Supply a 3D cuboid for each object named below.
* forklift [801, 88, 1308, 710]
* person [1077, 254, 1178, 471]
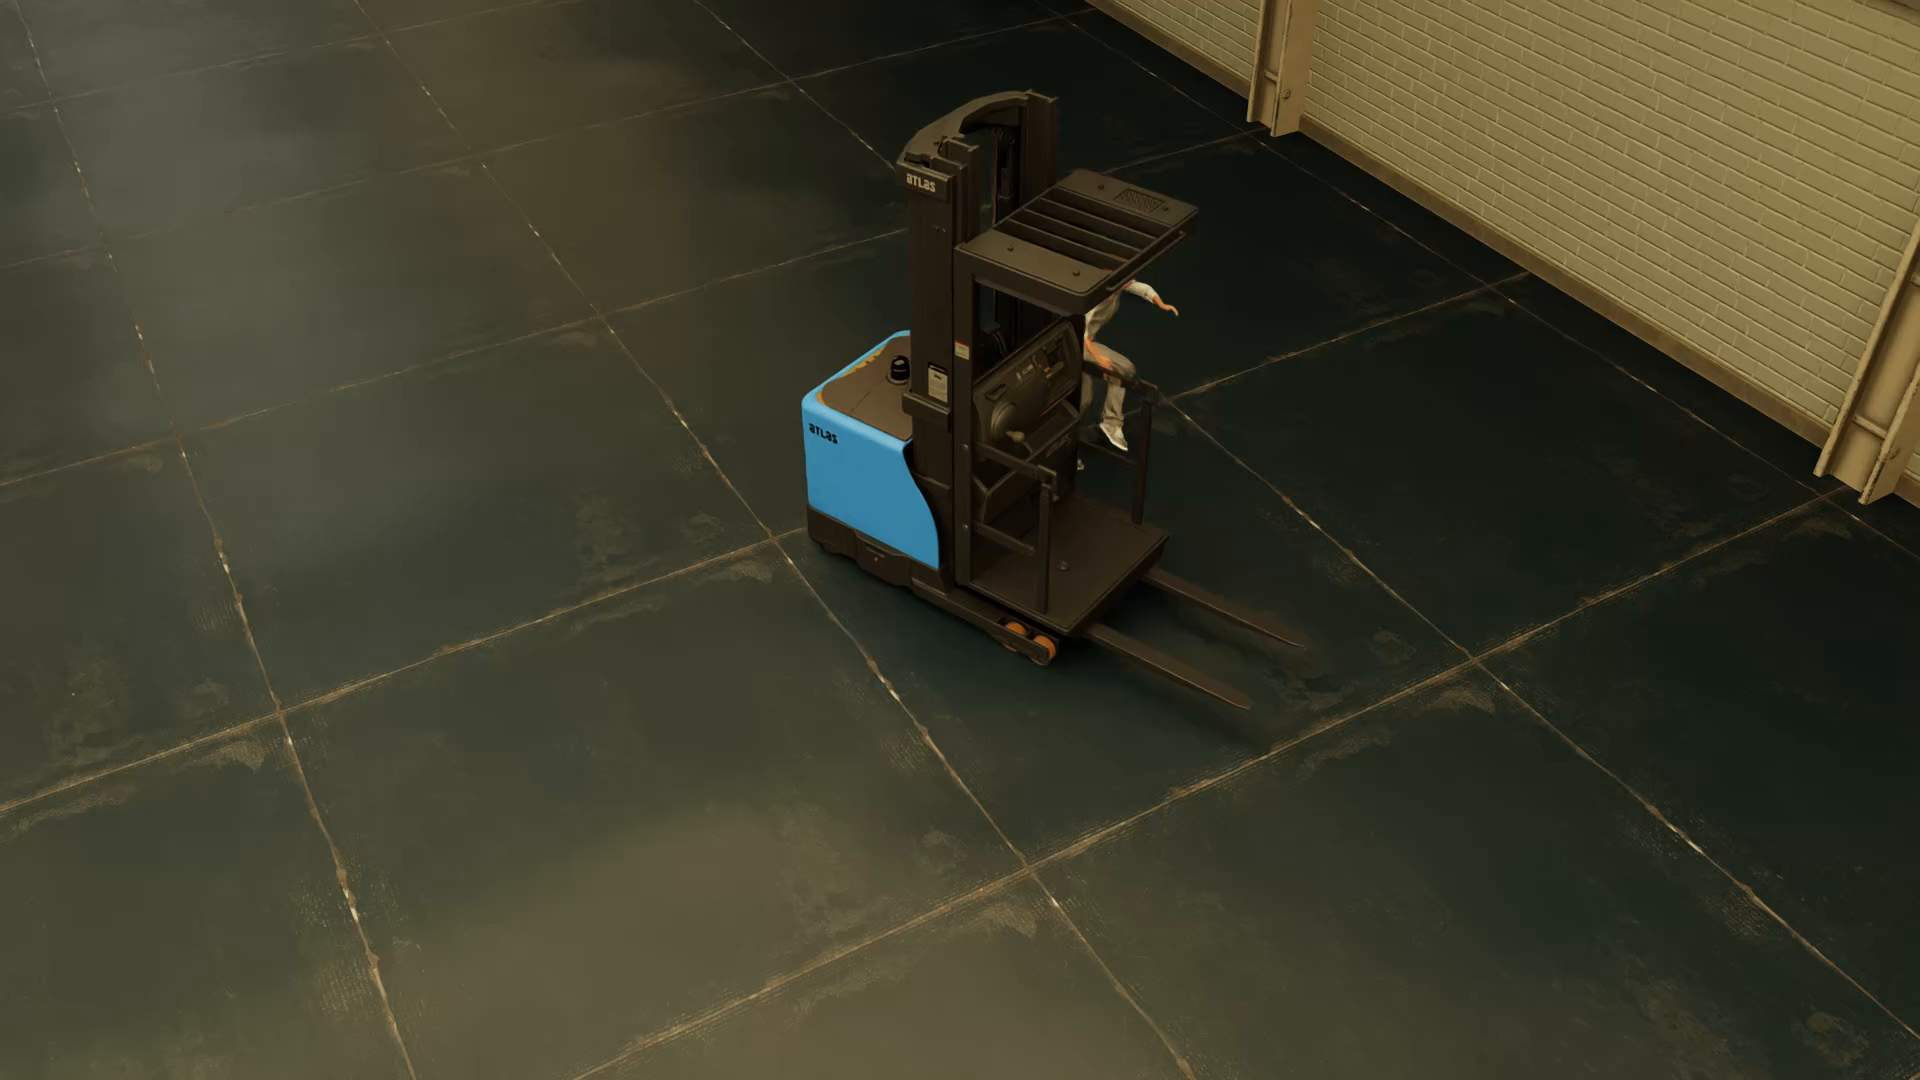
[{"bbox_3d":[0.541,-0.803,9.005,3.031,2.935,1.130,26,46,28],"label":"forklift"},{"bbox_3d":[0.966,-1.182,10.672,0.820,1.368,0.848,4,40,5],"label":"person"}]
